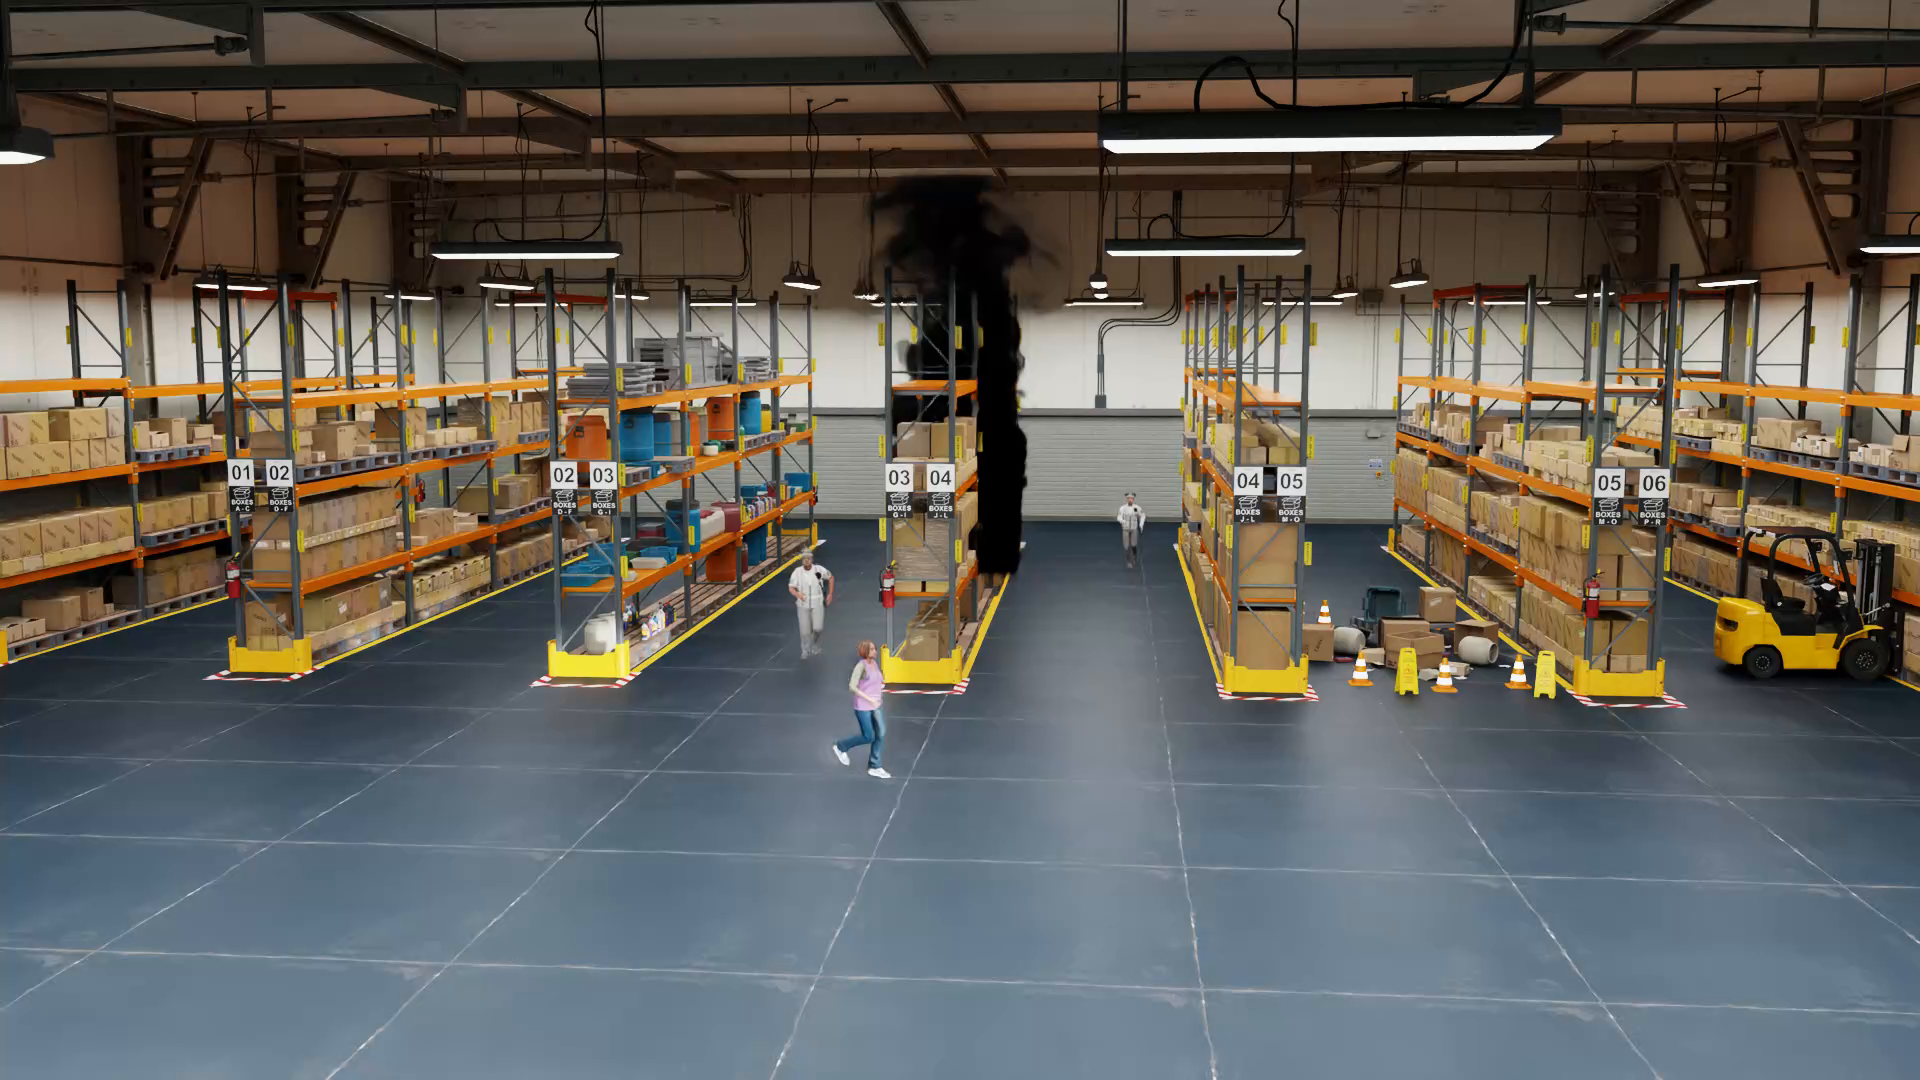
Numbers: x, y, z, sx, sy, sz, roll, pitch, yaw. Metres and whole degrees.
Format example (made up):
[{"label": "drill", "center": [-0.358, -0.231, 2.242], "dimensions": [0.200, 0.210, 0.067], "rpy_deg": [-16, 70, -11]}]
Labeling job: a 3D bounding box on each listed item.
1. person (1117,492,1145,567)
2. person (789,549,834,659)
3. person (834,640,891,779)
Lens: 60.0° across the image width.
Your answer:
[{"label": "person", "center": [3.717, -0.218, 36.195], "dimensions": [0.597, 1.659, 0.569], "rpy_deg": [1, 7, 10]}, {"label": "person", "center": [-2.265, 0.986, 25.339], "dimensions": [0.687, 1.738, 0.769], "rpy_deg": [0, 7, -4]}, {"label": "person", "center": [-1.115, 1.926, 19.069], "dimensions": [0.718, 1.583, 0.546], "rpy_deg": [4, 8, 28]}]
